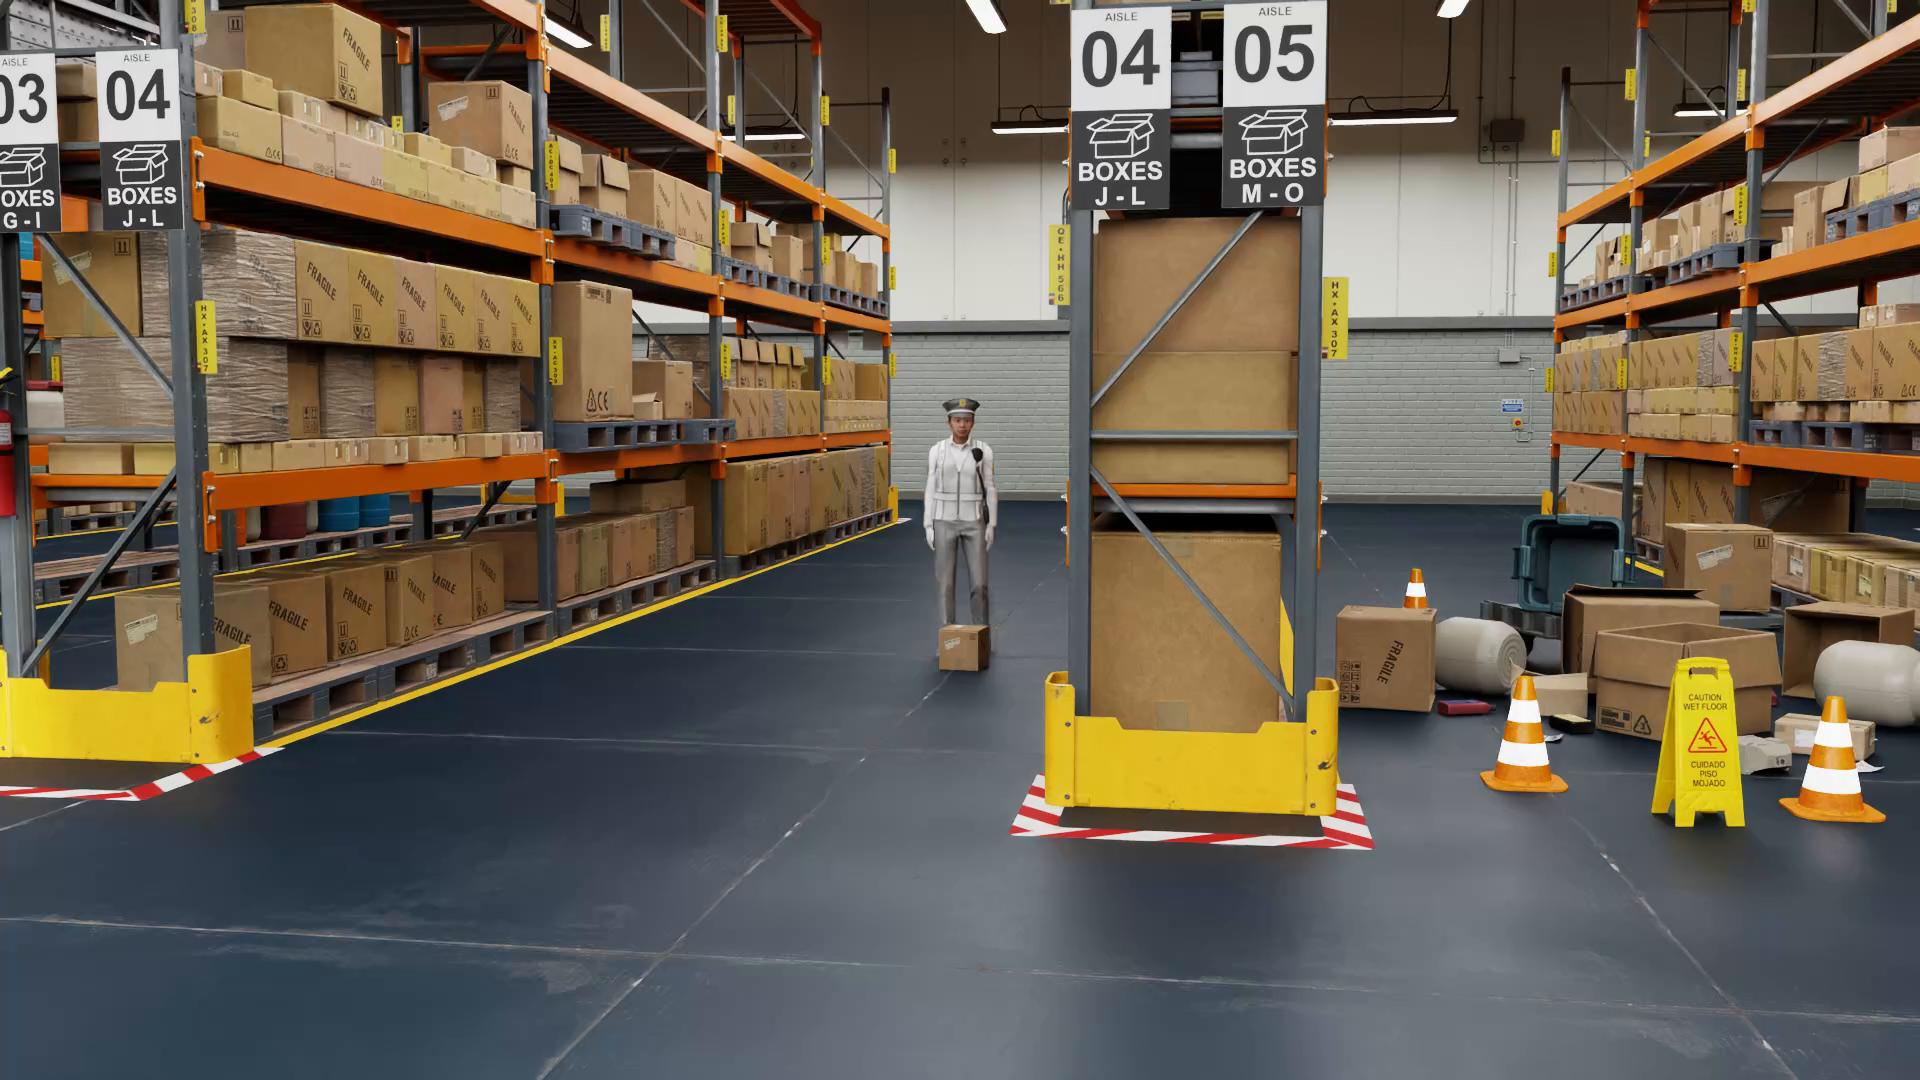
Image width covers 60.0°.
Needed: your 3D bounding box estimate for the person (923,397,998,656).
[{"bbox_3d":[0.003,-0.044,10.845,0.482,1.767,0.397,0,5,2],"label":"person"}]
